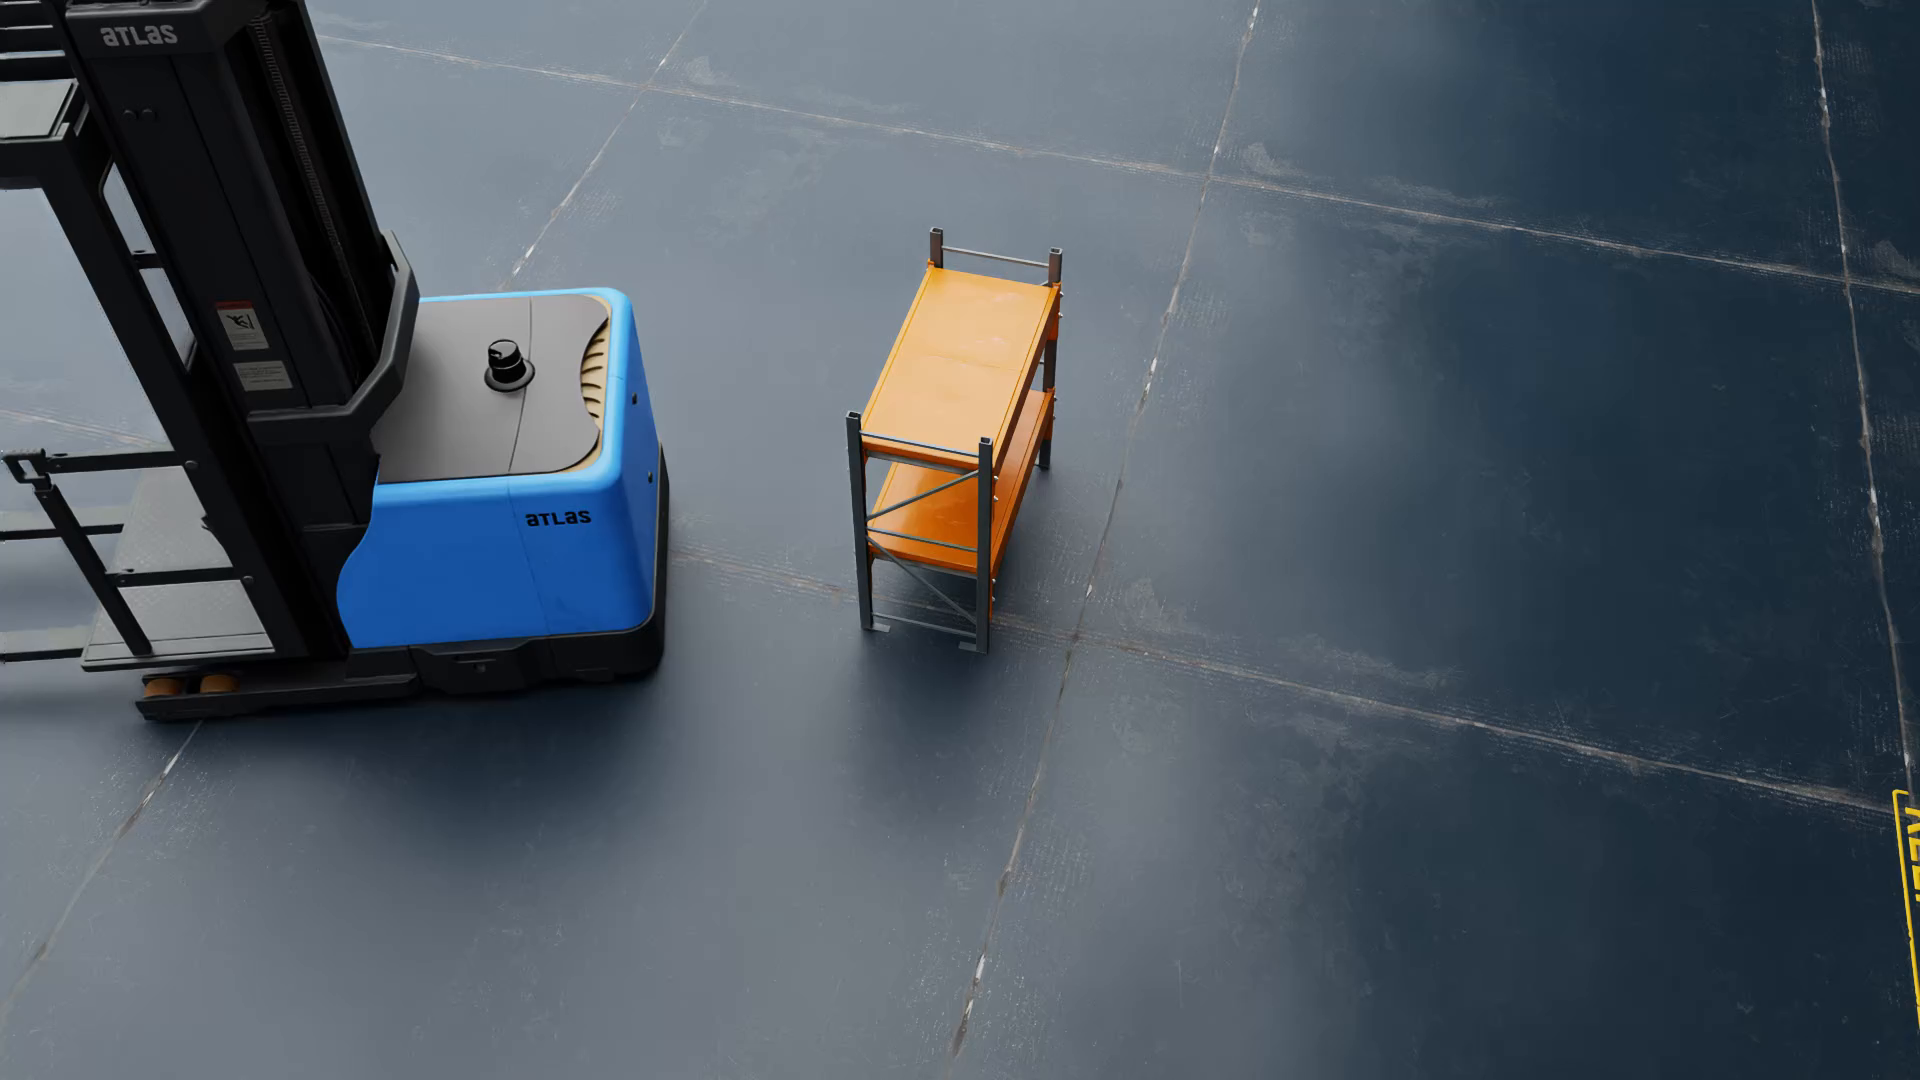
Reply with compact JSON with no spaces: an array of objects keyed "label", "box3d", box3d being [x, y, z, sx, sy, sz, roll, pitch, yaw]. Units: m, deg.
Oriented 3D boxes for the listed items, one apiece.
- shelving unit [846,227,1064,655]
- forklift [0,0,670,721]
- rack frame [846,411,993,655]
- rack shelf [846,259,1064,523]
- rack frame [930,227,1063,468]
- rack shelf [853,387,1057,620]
[{"label":"shelving unit","box3d":[-0.002,-0.367,6.243,0.538,1.125,1.048,12,50,10]},{"label":"forklift","box3d":[-2.653,-0.729,5.357,3.031,2.935,1.130,-4,49,-3]},{"label":"rack frame","box3d":[-0.136,0.000,5.918,0.500,1.125,0.032,12,50,10]},{"label":"rack shelf","box3d":[-0.002,-0.561,6.023,0.538,0.278,1.000,12,50,10]},{"label":"rack frame","box3d":[0.132,-0.735,6.567,0.500,1.125,0.032,12,50,10]},{"label":"rack shelf","box3d":[-0.002,-0.206,6.426,0.538,0.278,1.000,12,50,10]}]
